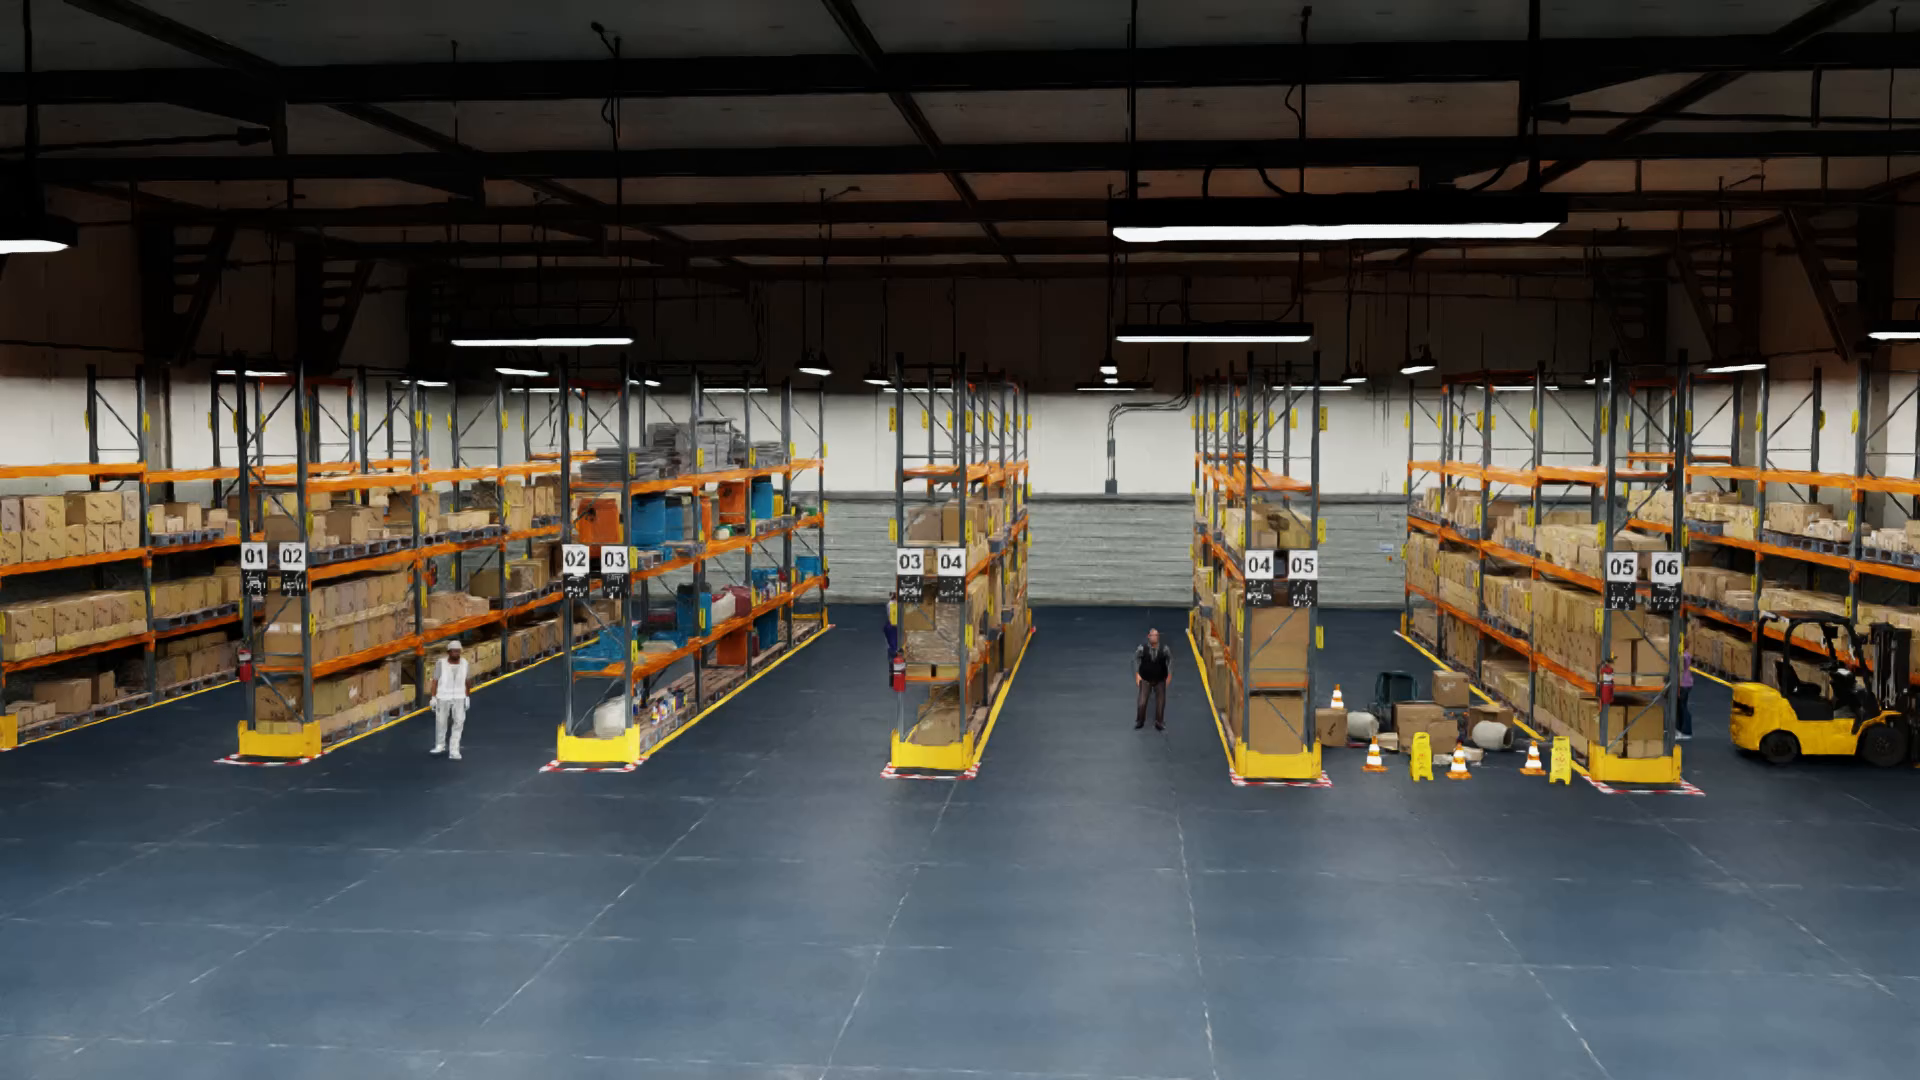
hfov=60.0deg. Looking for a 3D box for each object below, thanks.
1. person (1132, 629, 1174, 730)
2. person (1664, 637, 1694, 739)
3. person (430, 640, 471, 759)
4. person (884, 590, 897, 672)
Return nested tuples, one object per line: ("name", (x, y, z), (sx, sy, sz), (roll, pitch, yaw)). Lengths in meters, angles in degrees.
("person", (3.120, 2.229, 26.949), (0.677, 1.613, 0.534), (0, 4, 3))
("person", (11.393, 2.324, 26.316), (0.449, 1.599, 0.467), (3, 5, 36))
("person", (-7.605, 2.332, 24.788), (0.599, 1.709, 0.575), (-2, 5, -29))
("person", (-1.280, 1.907, 33.191), (0.430, 1.461, 0.530), (-2, 4, -24))
